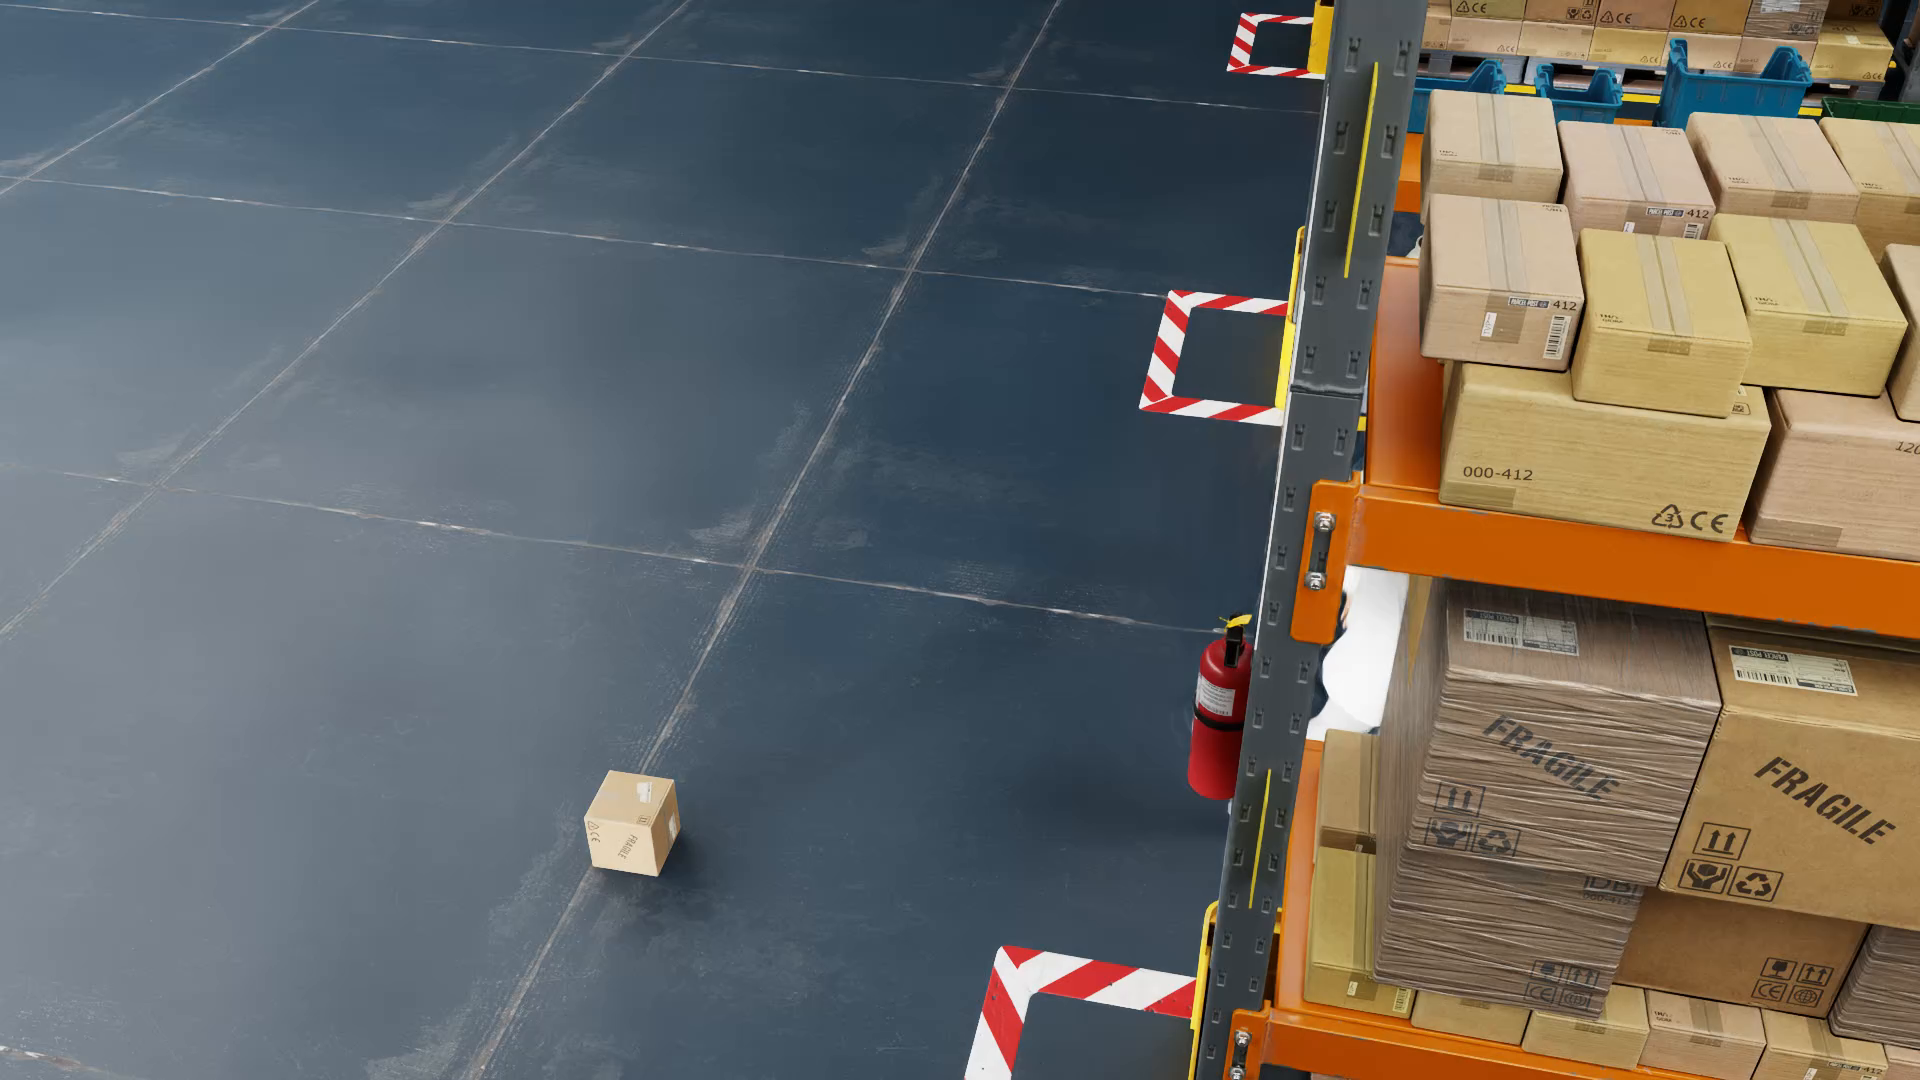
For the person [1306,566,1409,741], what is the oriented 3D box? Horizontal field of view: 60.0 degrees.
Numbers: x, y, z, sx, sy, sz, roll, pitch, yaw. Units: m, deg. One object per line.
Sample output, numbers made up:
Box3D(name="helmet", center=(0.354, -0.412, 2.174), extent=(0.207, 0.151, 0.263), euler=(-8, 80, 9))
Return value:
Box3D(name="person", center=(1.547, 0.359, 5.681), extent=(0.902, 1.806, 0.620), euler=(5, 36, 7))
